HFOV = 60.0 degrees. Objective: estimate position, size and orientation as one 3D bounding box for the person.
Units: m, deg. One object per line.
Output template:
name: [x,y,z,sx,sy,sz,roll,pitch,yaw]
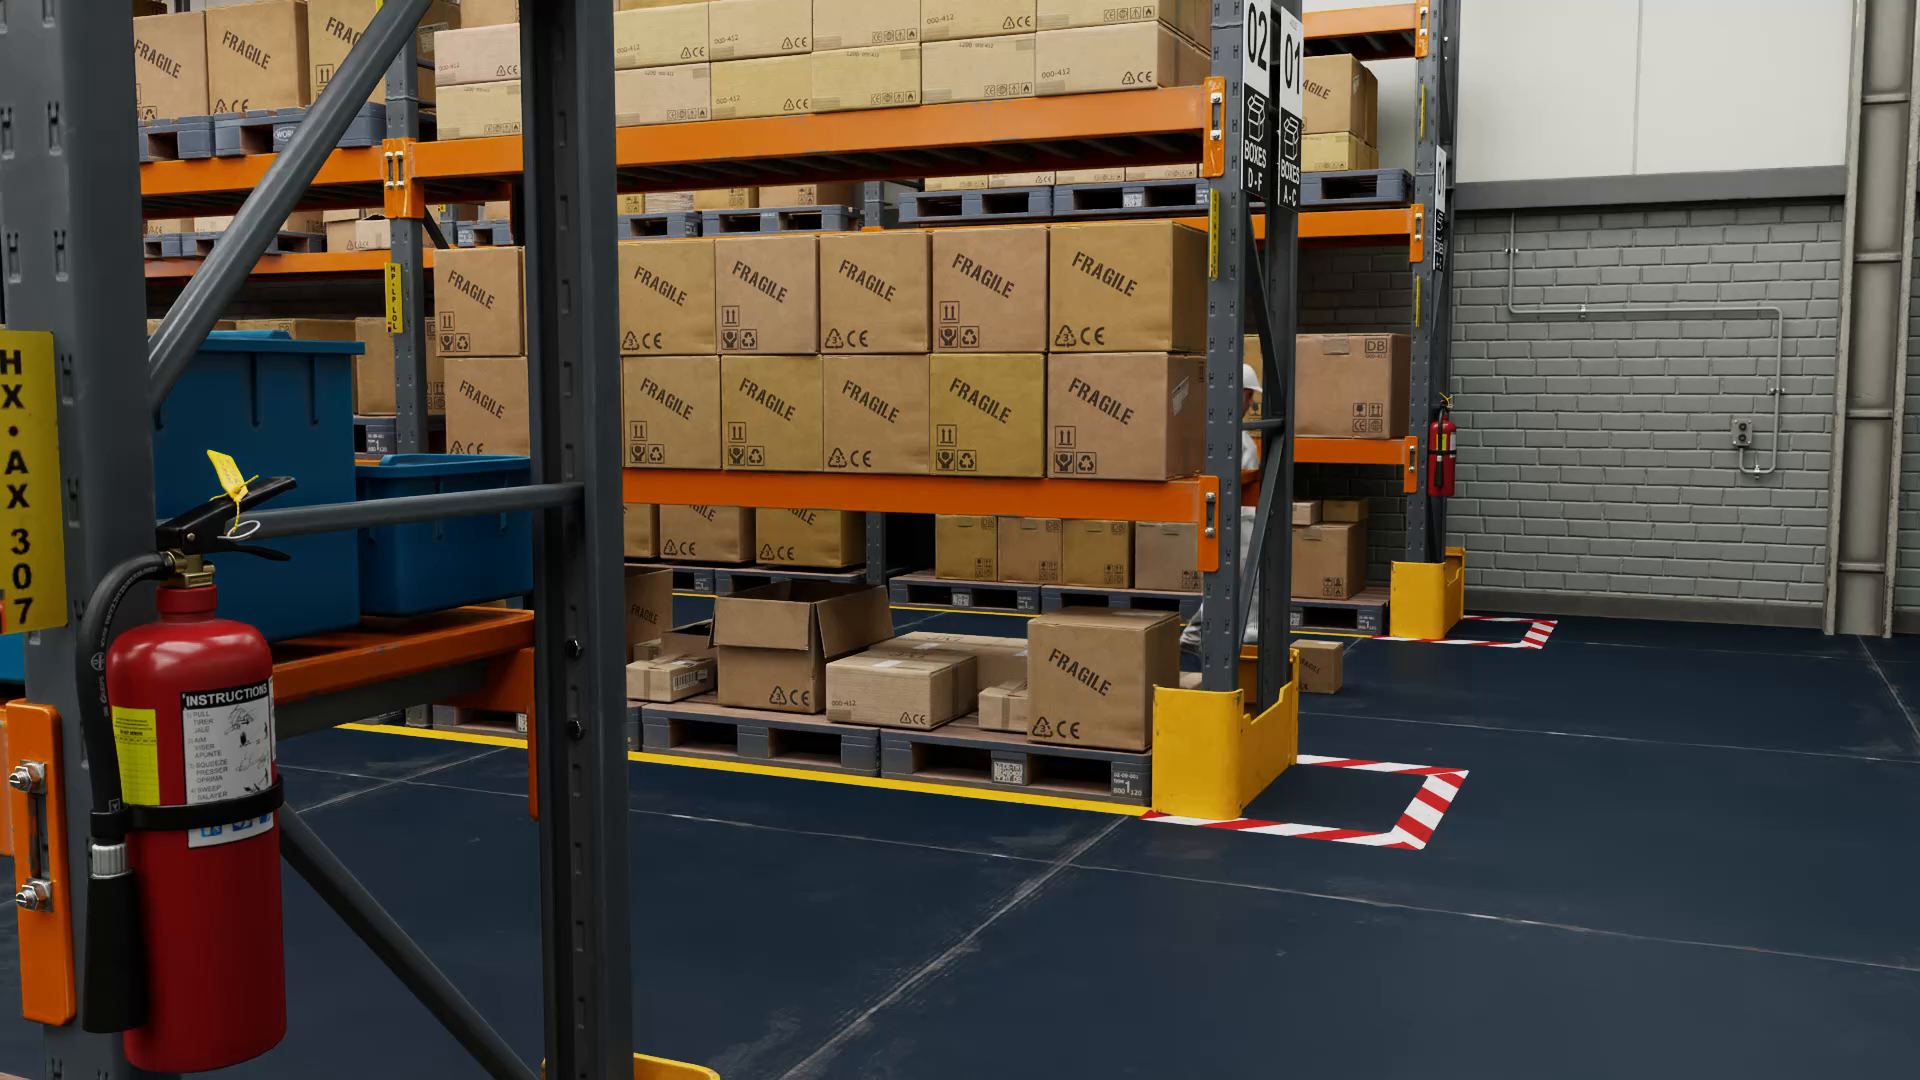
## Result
person: [1.573,-0.096,9.261,0.764,1.774,0.587,1,6,15]
